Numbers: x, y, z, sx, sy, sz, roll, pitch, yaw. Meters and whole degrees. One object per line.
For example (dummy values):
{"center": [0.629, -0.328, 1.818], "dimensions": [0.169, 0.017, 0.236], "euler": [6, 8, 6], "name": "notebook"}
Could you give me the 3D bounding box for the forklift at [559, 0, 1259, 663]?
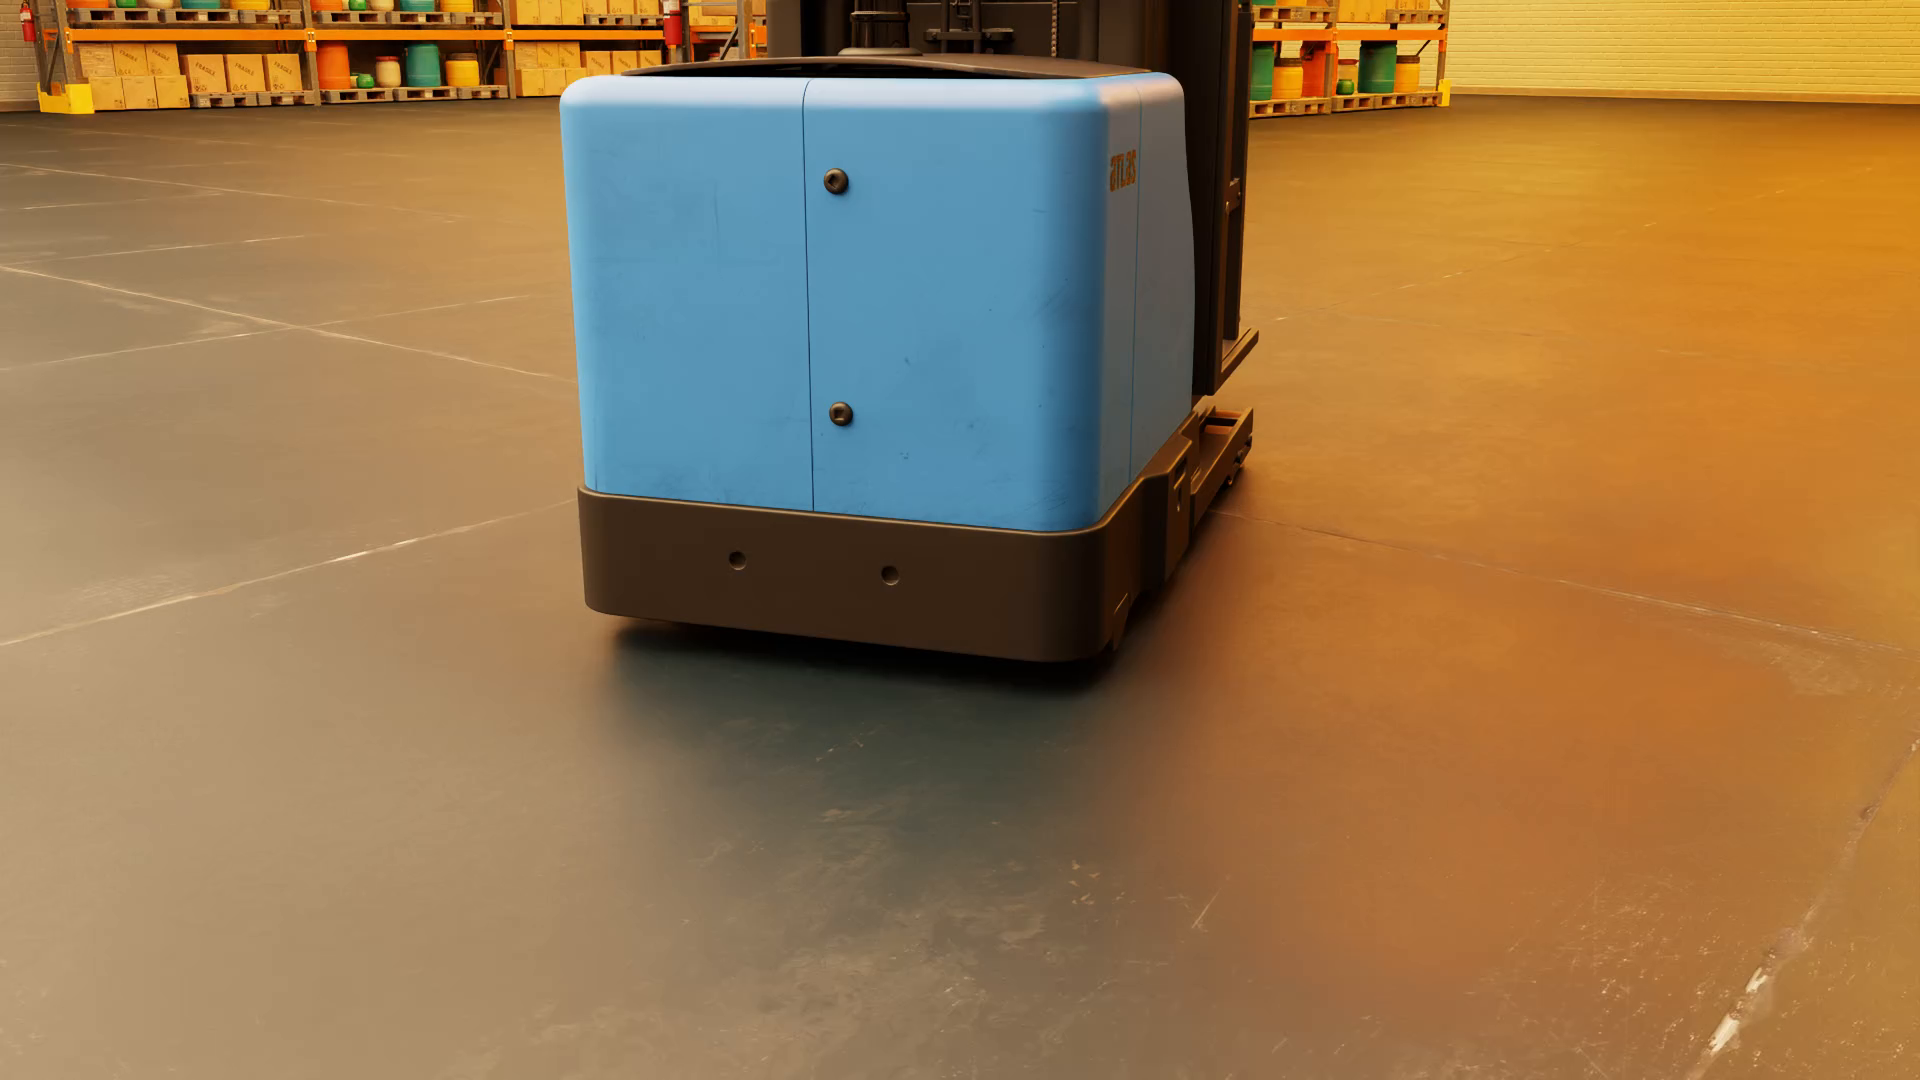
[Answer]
{"center": [0.182, -1.571, 4.072], "dimensions": [1.130, 2.935, 3.031], "euler": [5, 18, 17], "name": "forklift"}
